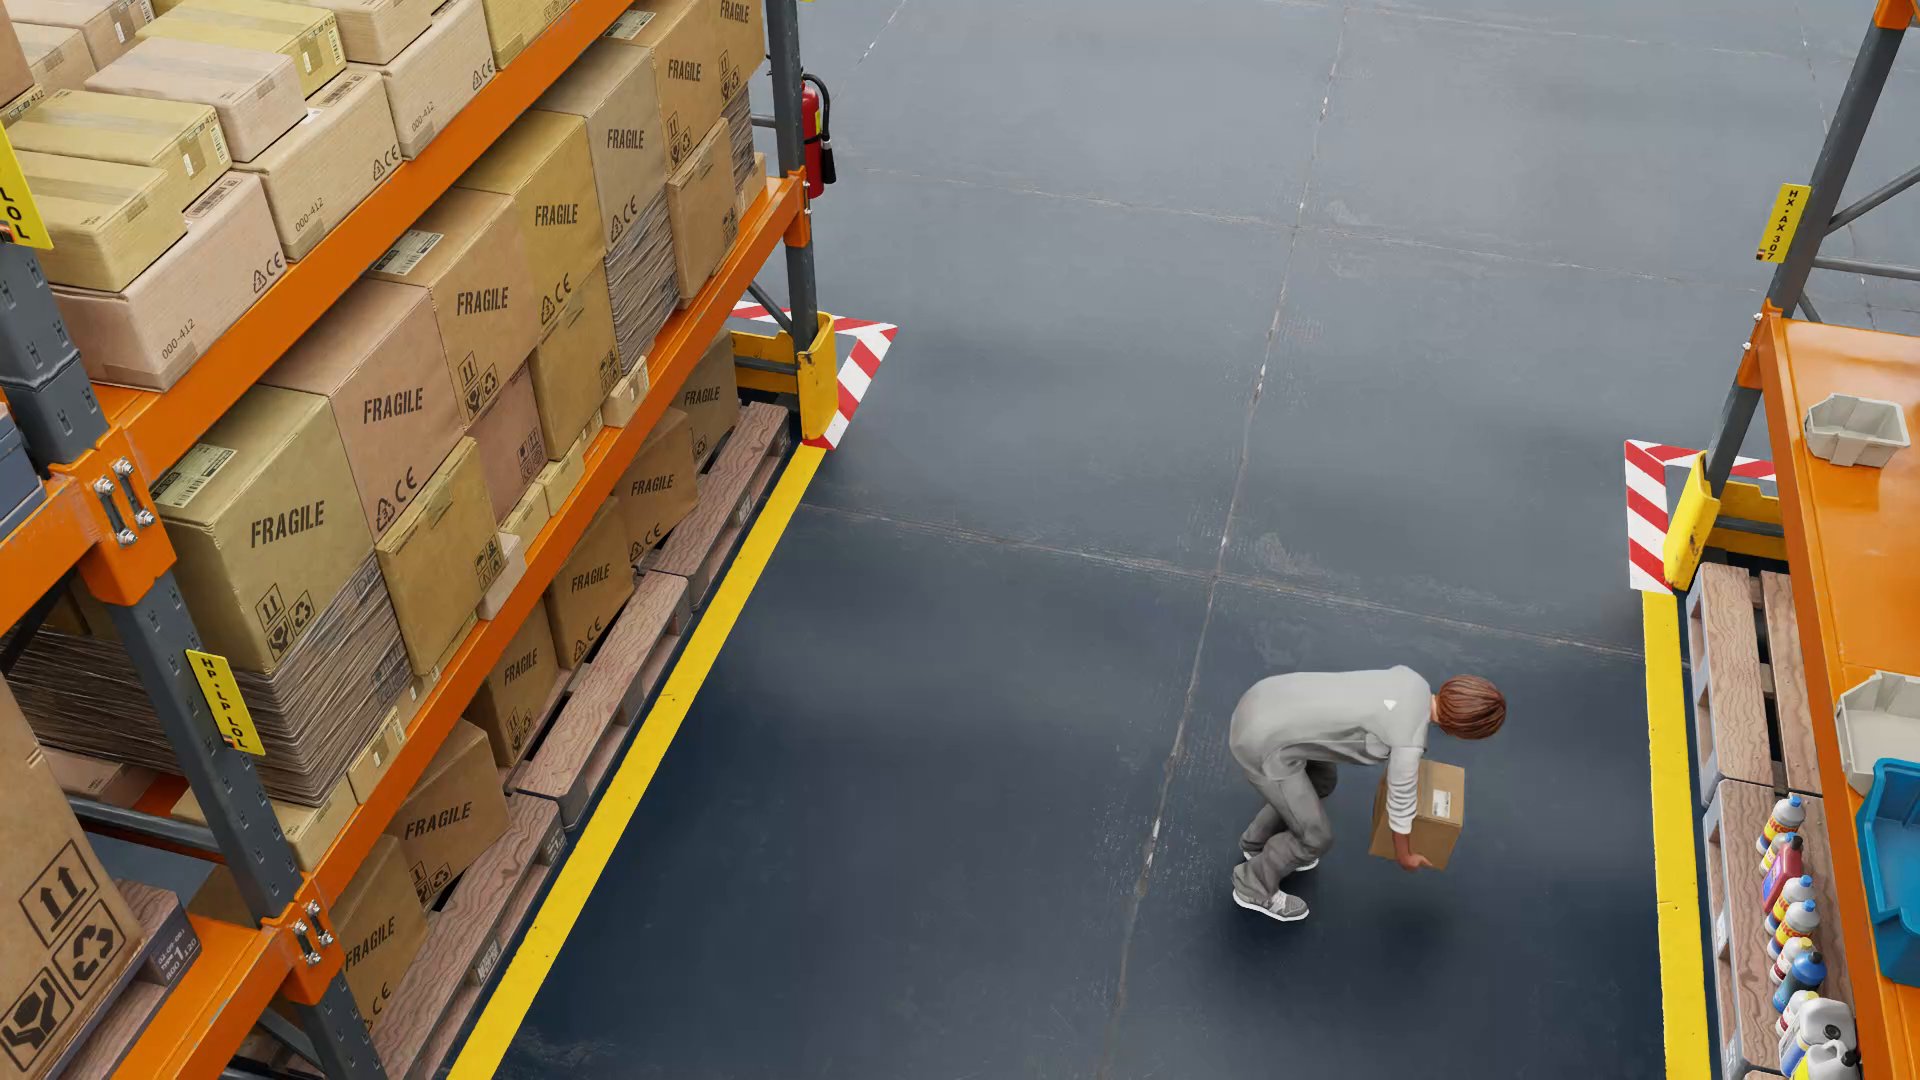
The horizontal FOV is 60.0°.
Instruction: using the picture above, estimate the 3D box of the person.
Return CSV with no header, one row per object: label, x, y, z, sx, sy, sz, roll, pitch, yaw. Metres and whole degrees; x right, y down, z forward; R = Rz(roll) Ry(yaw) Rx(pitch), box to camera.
person,1.300,0.837,5.571,0.837,1.138,0.398,9,42,10
